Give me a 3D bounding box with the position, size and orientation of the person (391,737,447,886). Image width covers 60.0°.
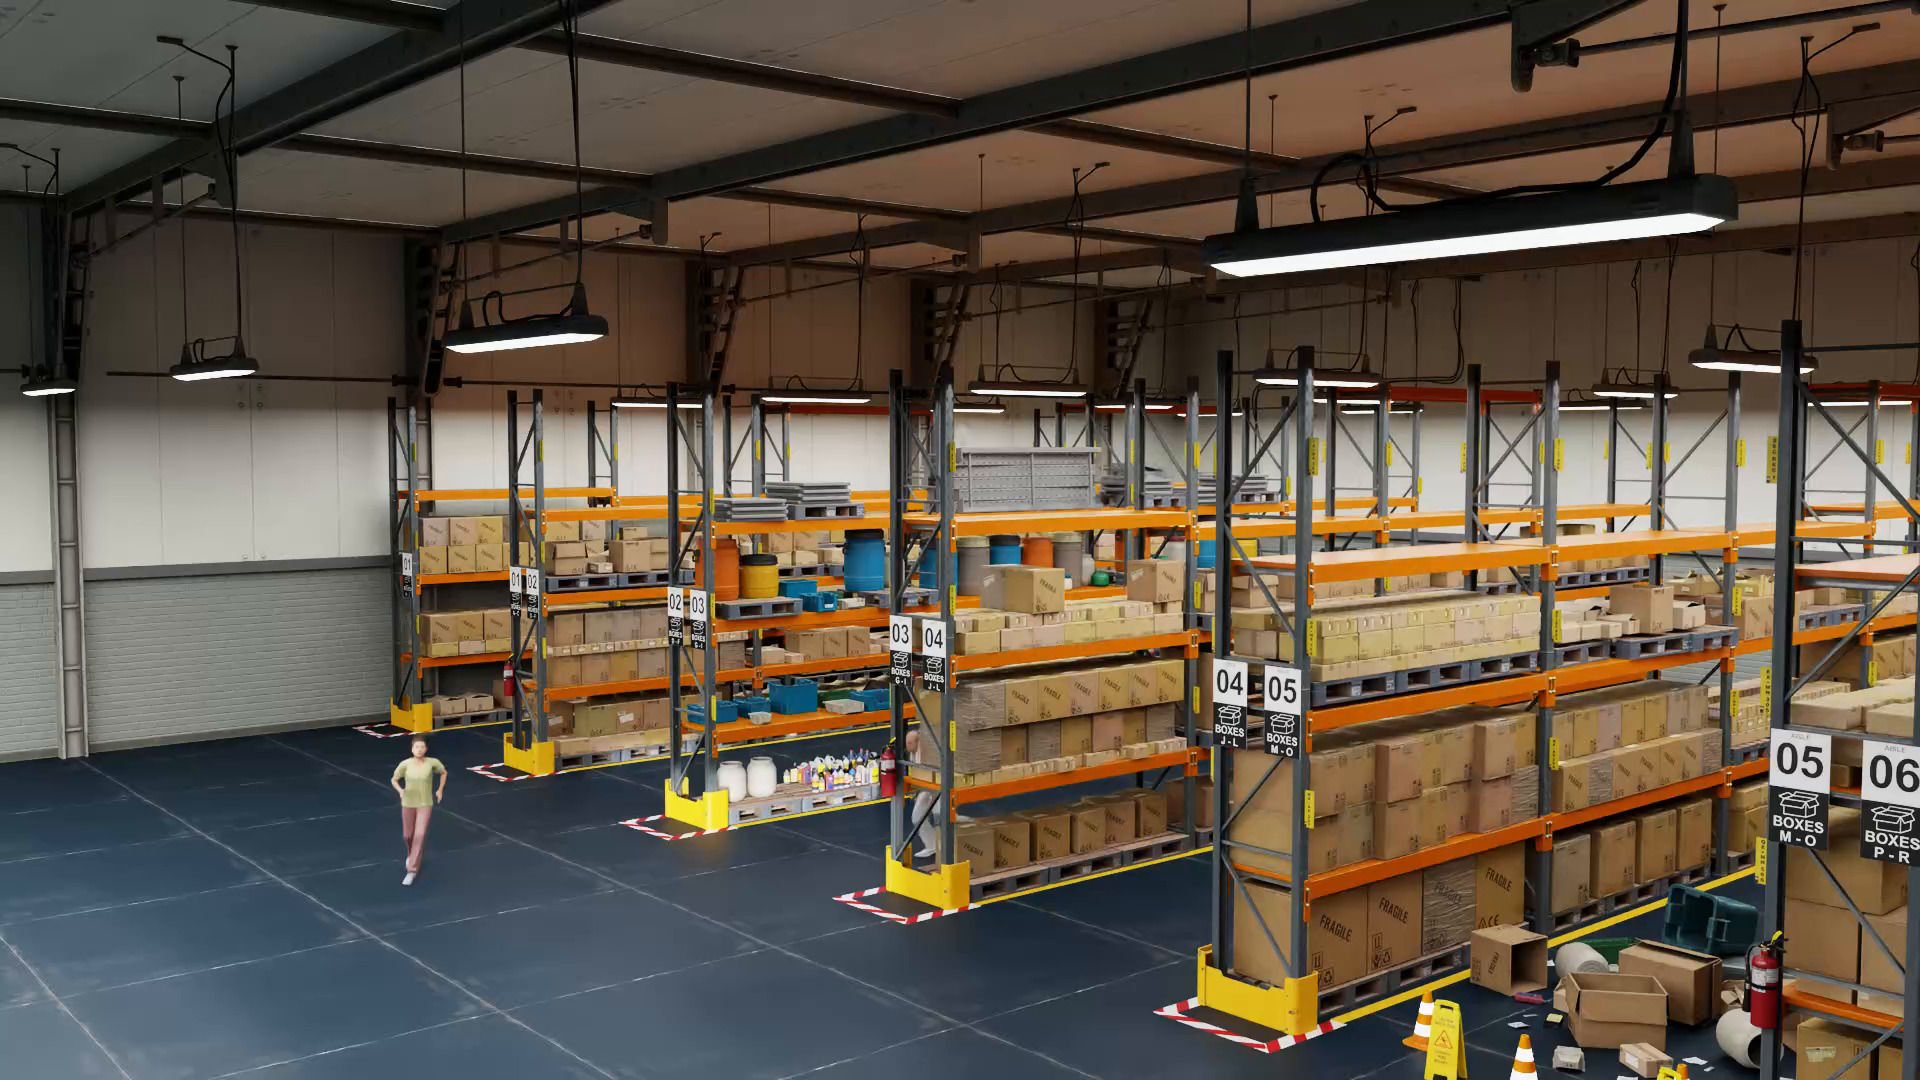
[{"bbox_3d":[-6.435,3.165,19.744,0.616,1.666,0.975,0,3,-8],"label":"person"}]

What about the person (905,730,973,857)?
[{"bbox_3d":[-0.239,3.160,20.876,1.063,1.626,0.716,-2,4,-33],"label":"person"}]
